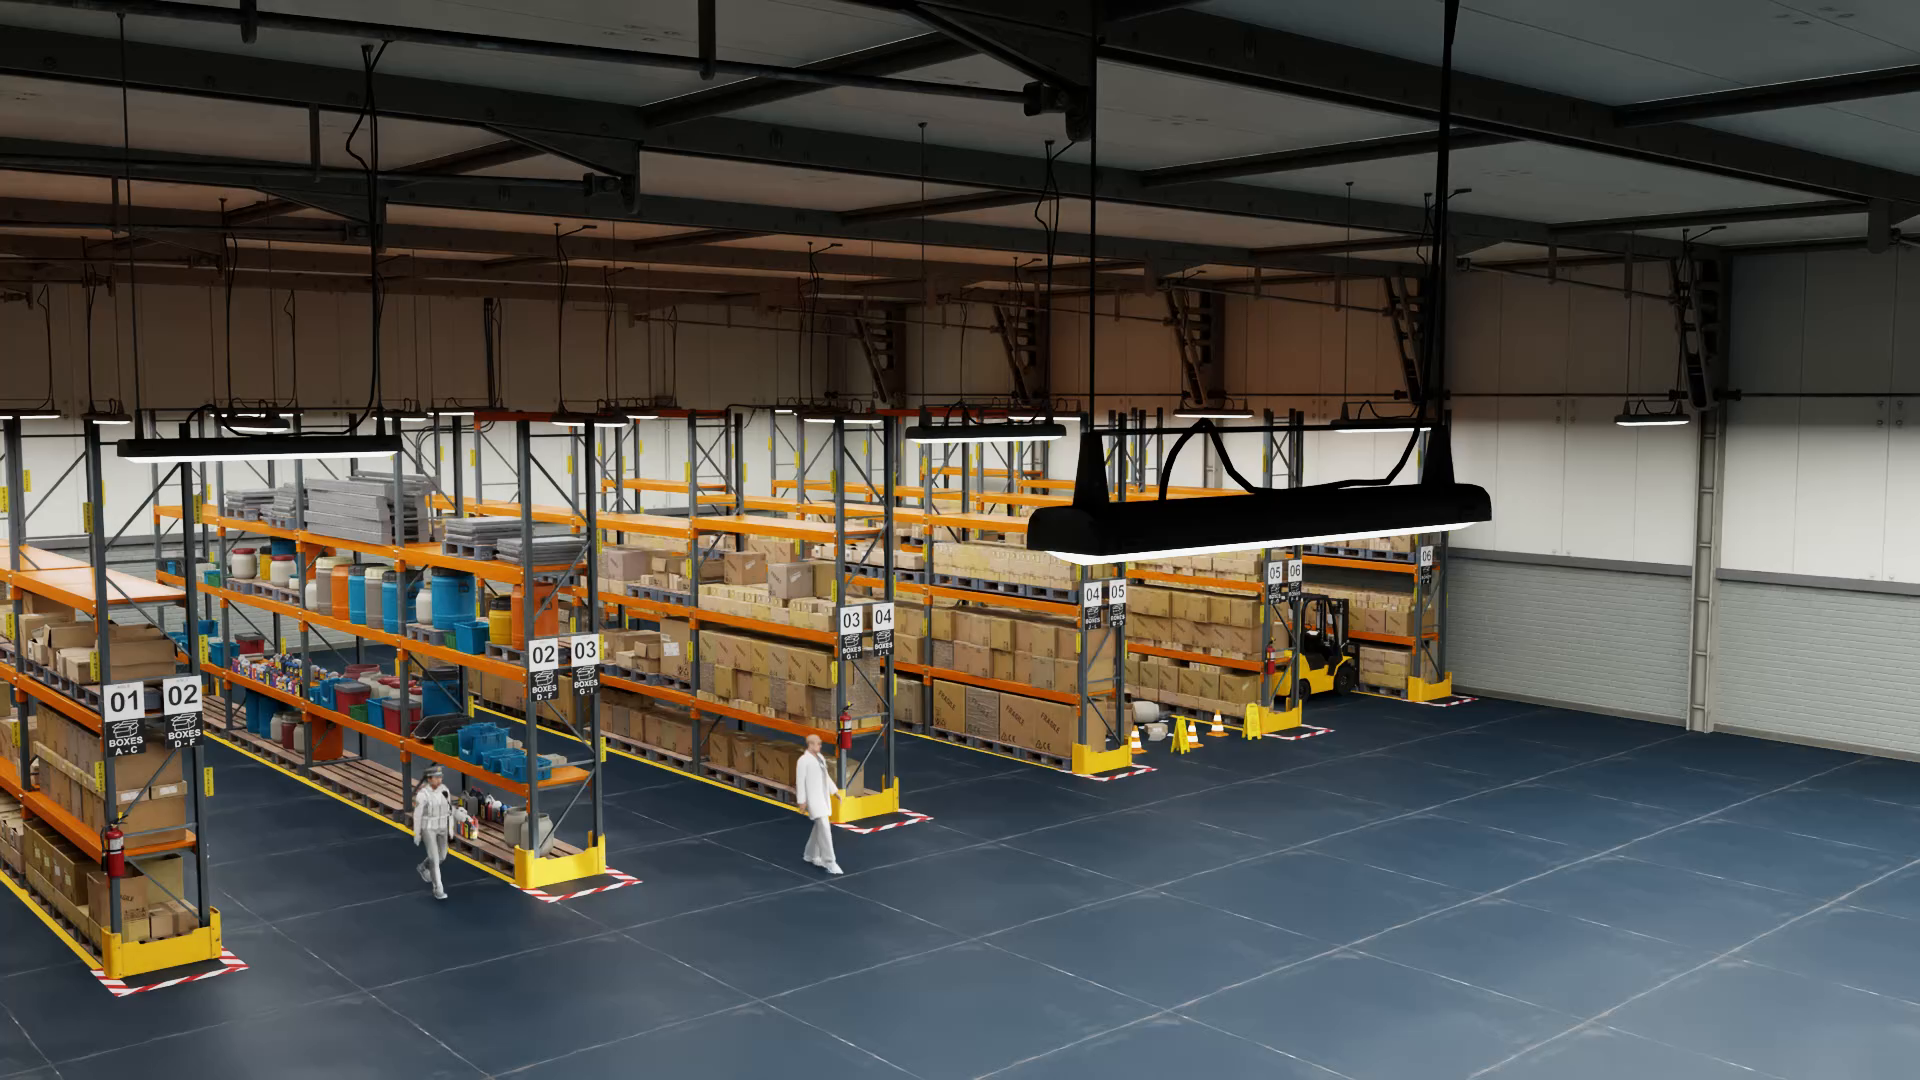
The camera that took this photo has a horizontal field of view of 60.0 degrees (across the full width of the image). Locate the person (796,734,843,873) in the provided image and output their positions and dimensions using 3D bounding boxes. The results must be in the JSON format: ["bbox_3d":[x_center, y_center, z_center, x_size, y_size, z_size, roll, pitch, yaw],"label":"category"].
[{"bbox_3d":[-1.813,3.518,22.248,0.731,1.819,0.593,2,5,24],"label":"person"}]

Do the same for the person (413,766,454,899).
[{"bbox_3d":[-6.685,3.657,21.098,0.929,1.633,0.516,4,7,40],"label":"person"}]

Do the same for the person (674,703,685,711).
[{"bbox_3d":[-5.560,2.596,32.972,0.486,1.673,0.436,-4,7,-41],"label":"person"}]
